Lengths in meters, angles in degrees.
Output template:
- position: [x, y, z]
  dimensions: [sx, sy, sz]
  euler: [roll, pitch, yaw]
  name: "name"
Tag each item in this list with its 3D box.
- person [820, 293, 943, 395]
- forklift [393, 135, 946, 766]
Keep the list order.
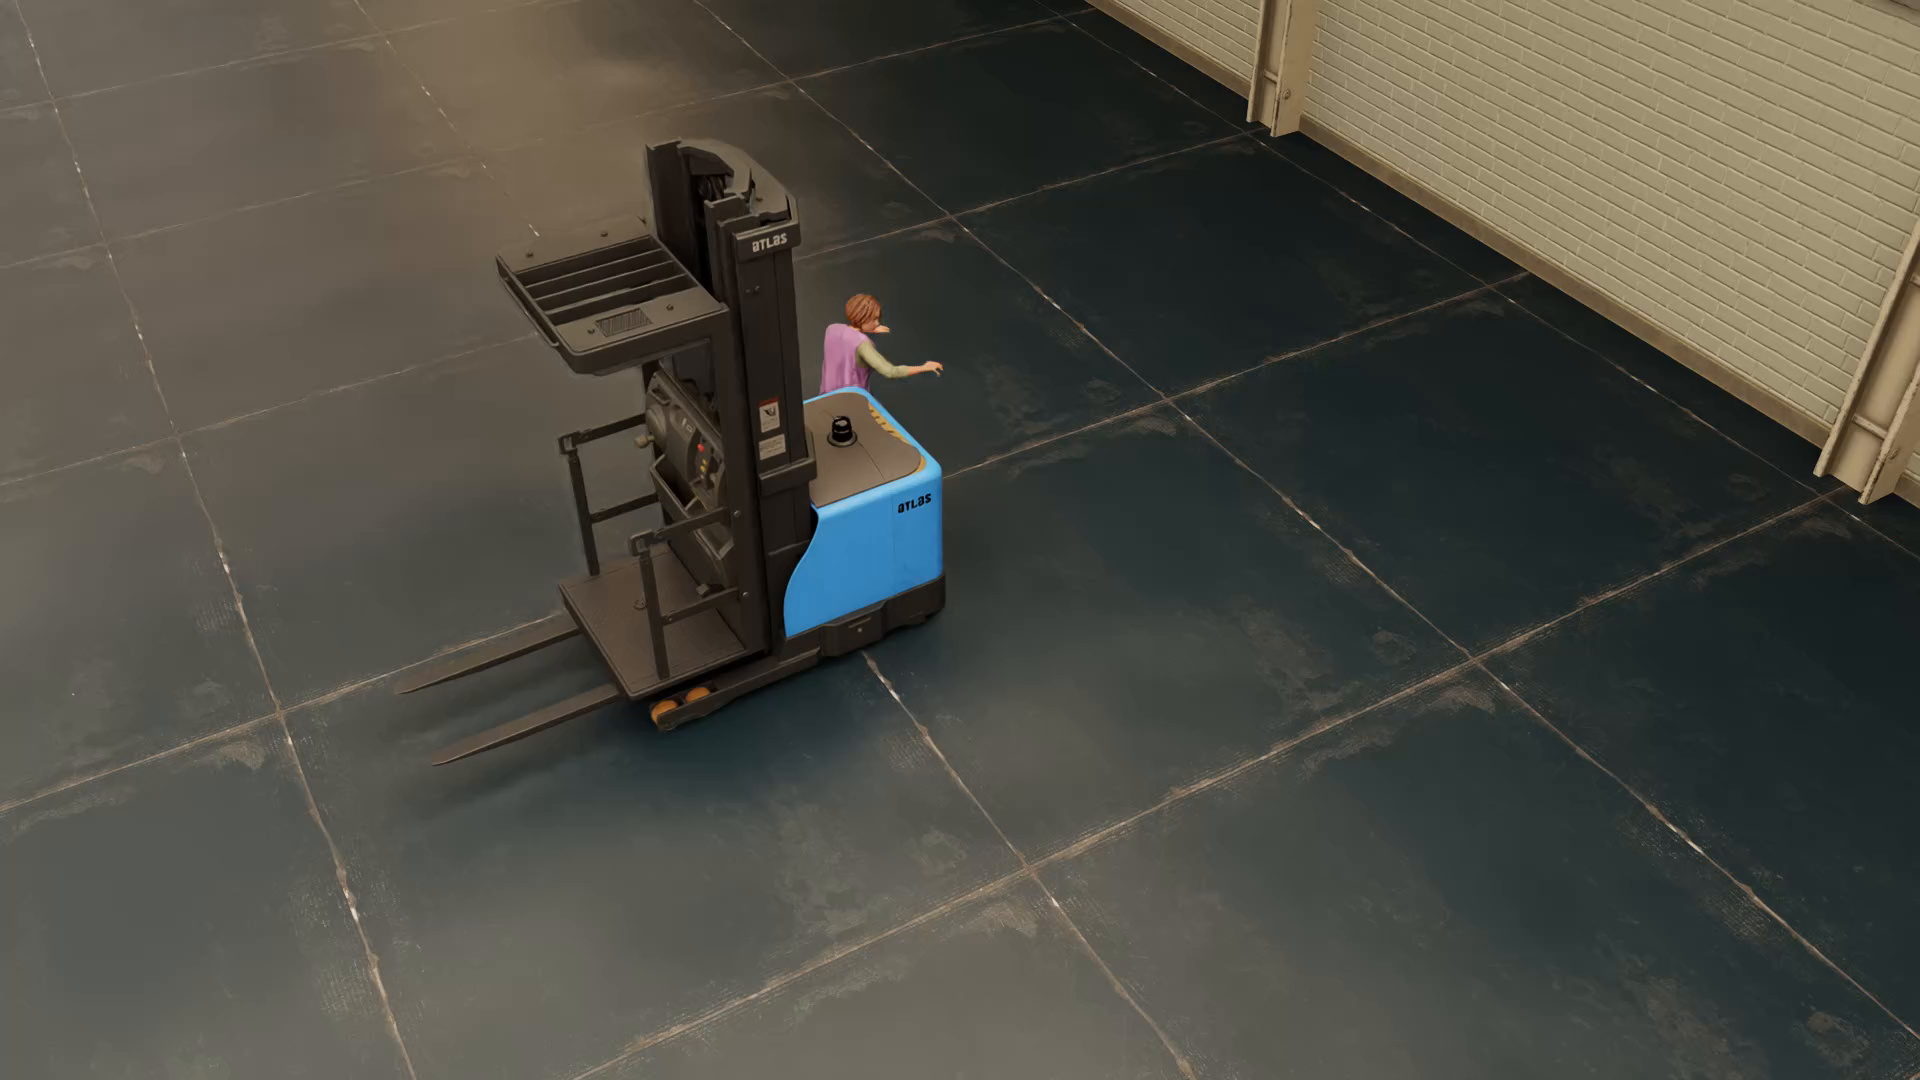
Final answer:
- position: [-0.458, -0.901, 10.375]
  dimensions: [0.758, 1.396, 1.034]
  euler: [9, 41, 11]
  name: "person"
- position: [-1.612, -0.476, 8.610]
  dimensions: [3.031, 2.935, 1.130]
  euler: [-21, 44, -24]
  name: "forklift"
